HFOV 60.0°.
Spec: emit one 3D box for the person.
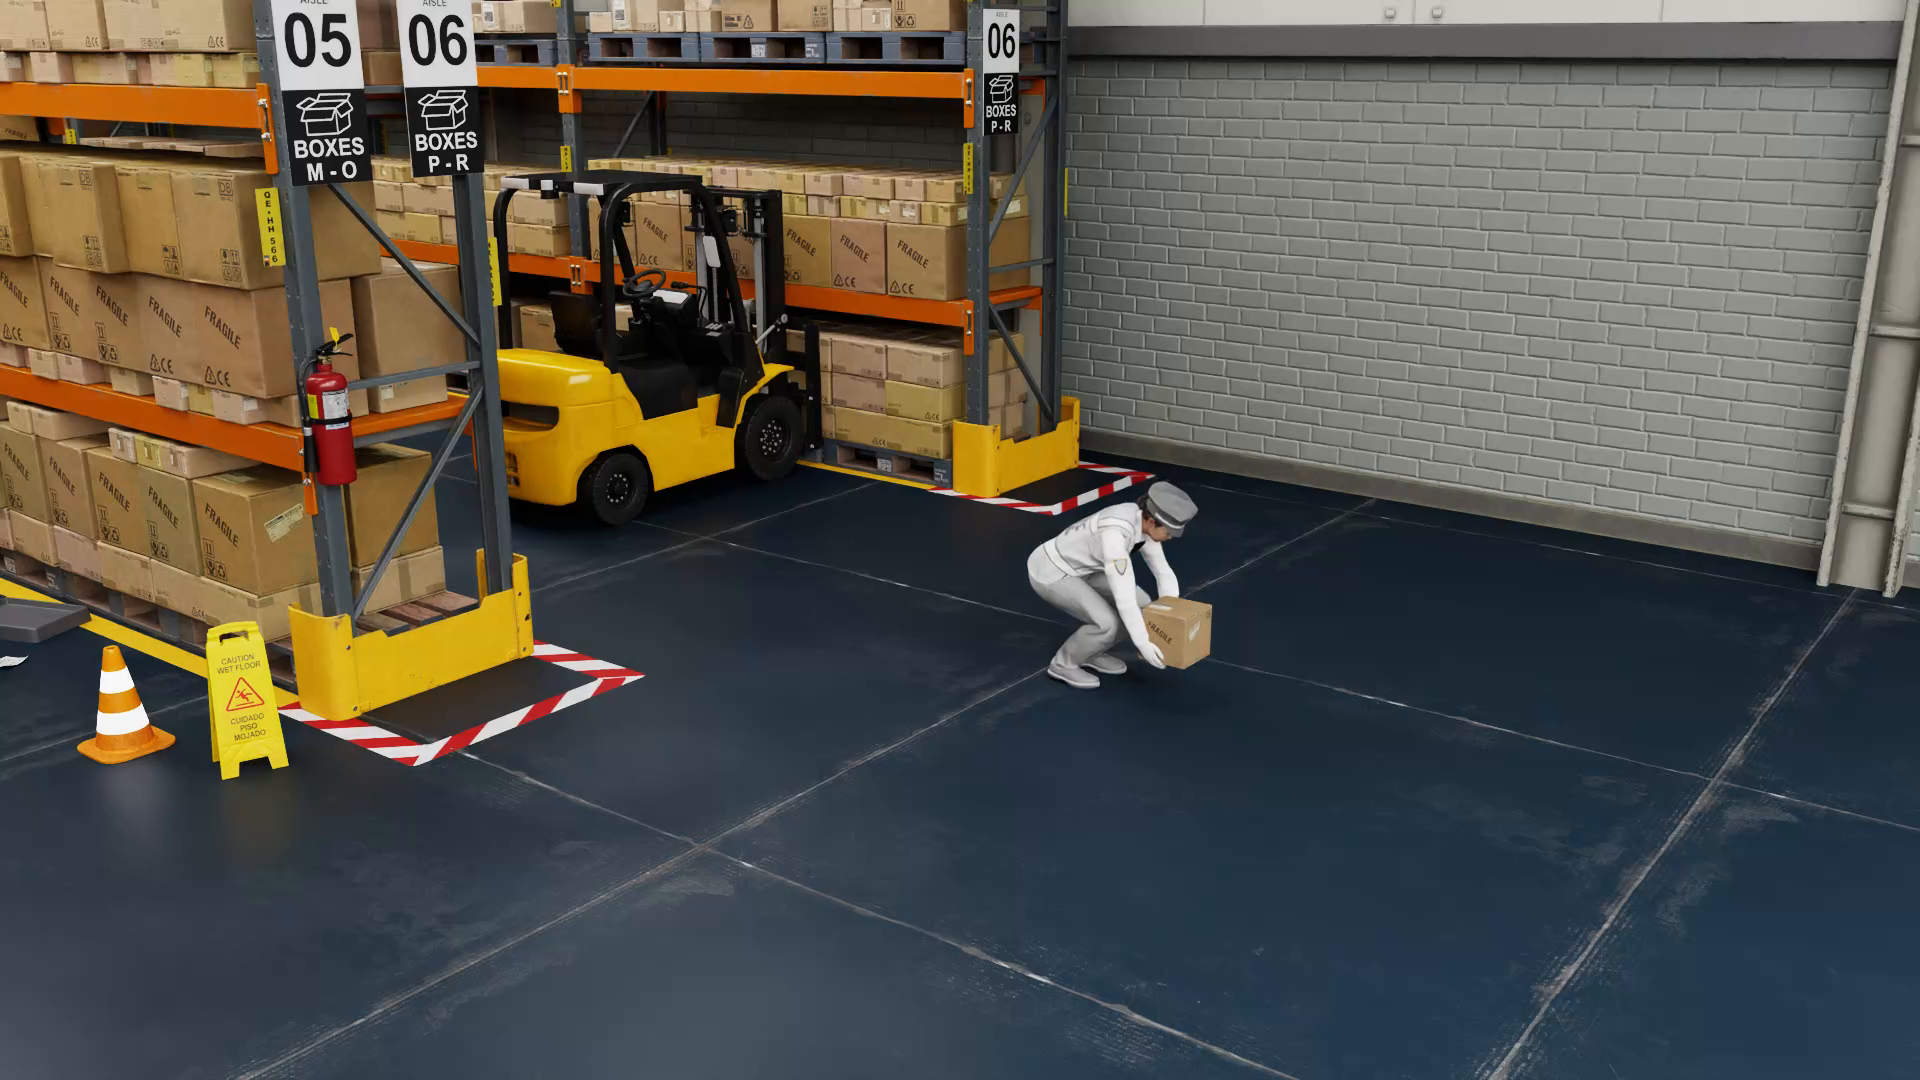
[{"bbox_3d":[0.739,0.193,8.030,0.820,1.019,0.494,12,20,35],"label":"person"}]
